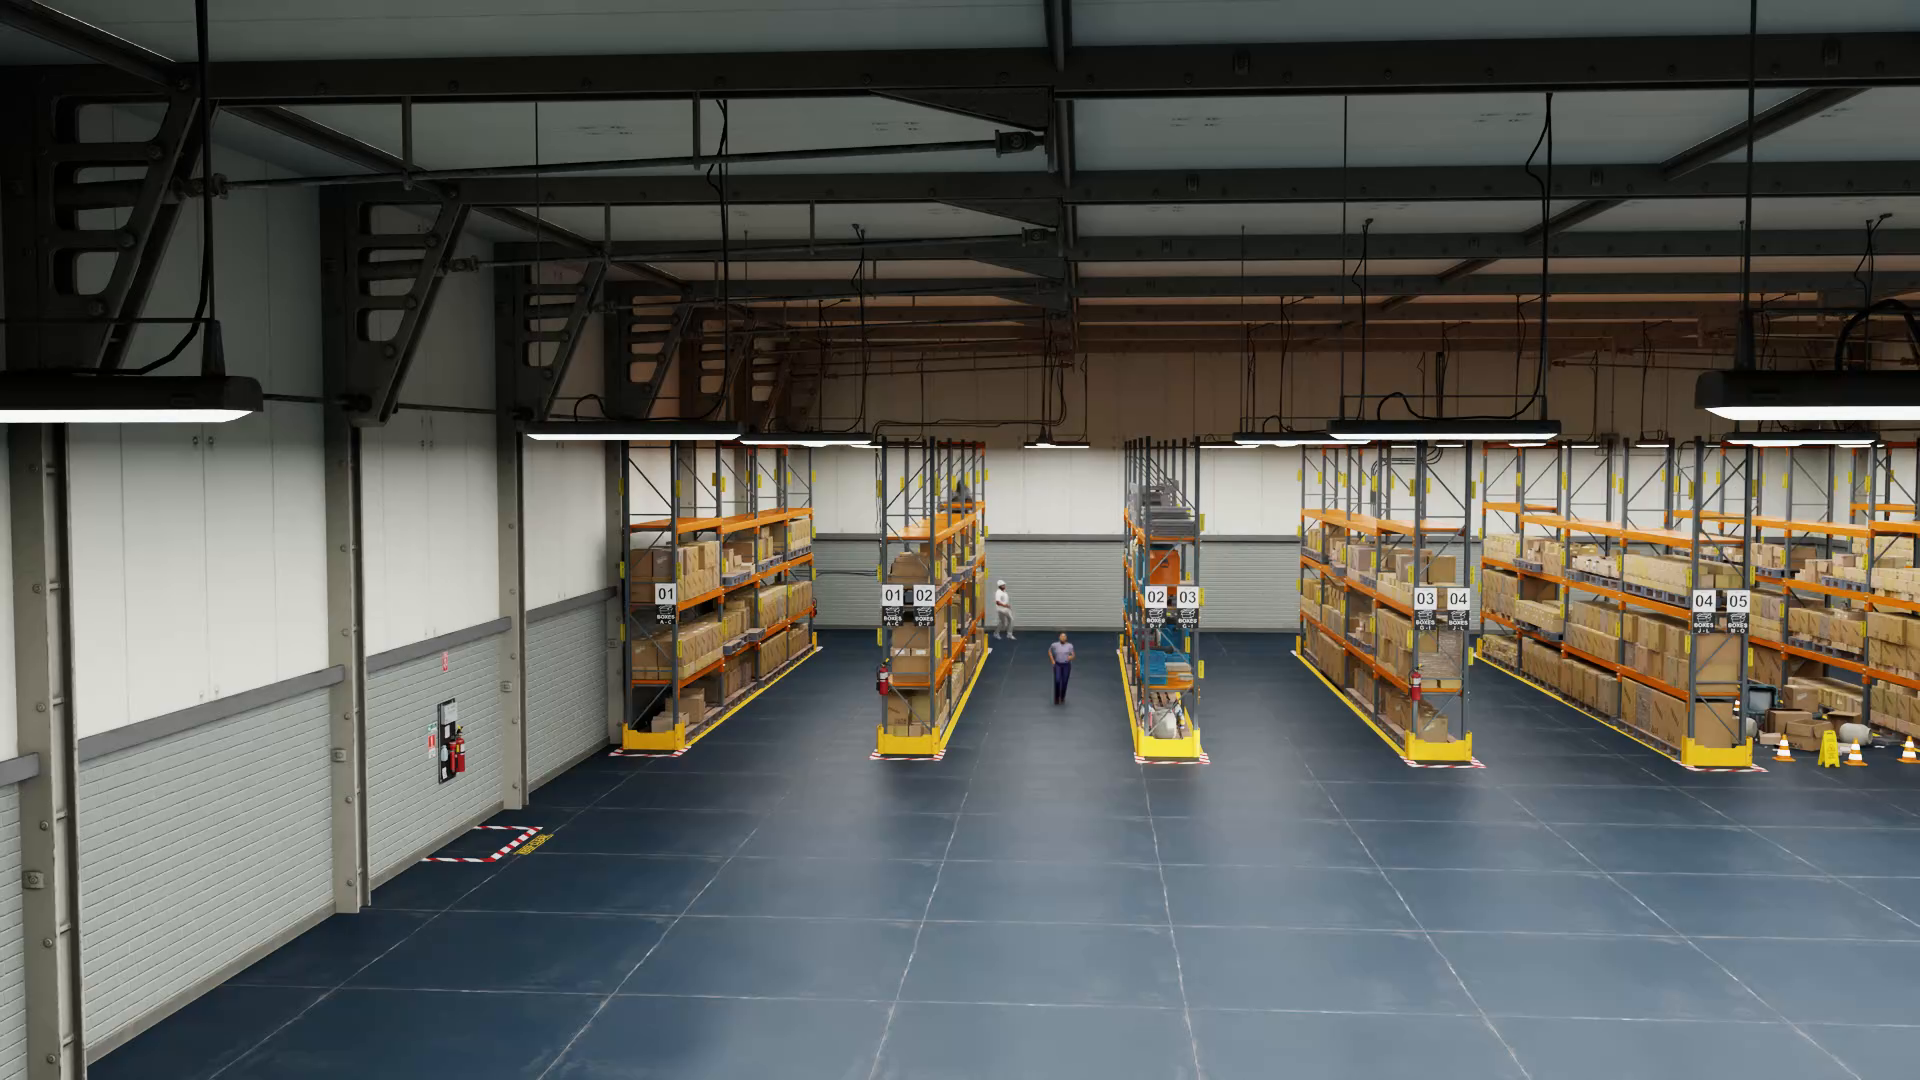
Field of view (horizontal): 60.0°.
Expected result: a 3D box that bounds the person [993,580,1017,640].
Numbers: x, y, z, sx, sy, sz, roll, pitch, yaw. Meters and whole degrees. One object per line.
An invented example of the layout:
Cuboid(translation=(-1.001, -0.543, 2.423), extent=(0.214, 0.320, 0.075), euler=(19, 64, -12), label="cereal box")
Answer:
Cuboid(translation=(1.241, 2.038, 48.133), extent=(0.740, 1.760, 0.710), euler=(1, 3, 22), label="person")

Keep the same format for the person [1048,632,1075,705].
Cuboid(translation=(2.308, 2.907, 37.562), extent=(0.579, 1.668, 0.693), euler=(0, 3, -4), label="person")
